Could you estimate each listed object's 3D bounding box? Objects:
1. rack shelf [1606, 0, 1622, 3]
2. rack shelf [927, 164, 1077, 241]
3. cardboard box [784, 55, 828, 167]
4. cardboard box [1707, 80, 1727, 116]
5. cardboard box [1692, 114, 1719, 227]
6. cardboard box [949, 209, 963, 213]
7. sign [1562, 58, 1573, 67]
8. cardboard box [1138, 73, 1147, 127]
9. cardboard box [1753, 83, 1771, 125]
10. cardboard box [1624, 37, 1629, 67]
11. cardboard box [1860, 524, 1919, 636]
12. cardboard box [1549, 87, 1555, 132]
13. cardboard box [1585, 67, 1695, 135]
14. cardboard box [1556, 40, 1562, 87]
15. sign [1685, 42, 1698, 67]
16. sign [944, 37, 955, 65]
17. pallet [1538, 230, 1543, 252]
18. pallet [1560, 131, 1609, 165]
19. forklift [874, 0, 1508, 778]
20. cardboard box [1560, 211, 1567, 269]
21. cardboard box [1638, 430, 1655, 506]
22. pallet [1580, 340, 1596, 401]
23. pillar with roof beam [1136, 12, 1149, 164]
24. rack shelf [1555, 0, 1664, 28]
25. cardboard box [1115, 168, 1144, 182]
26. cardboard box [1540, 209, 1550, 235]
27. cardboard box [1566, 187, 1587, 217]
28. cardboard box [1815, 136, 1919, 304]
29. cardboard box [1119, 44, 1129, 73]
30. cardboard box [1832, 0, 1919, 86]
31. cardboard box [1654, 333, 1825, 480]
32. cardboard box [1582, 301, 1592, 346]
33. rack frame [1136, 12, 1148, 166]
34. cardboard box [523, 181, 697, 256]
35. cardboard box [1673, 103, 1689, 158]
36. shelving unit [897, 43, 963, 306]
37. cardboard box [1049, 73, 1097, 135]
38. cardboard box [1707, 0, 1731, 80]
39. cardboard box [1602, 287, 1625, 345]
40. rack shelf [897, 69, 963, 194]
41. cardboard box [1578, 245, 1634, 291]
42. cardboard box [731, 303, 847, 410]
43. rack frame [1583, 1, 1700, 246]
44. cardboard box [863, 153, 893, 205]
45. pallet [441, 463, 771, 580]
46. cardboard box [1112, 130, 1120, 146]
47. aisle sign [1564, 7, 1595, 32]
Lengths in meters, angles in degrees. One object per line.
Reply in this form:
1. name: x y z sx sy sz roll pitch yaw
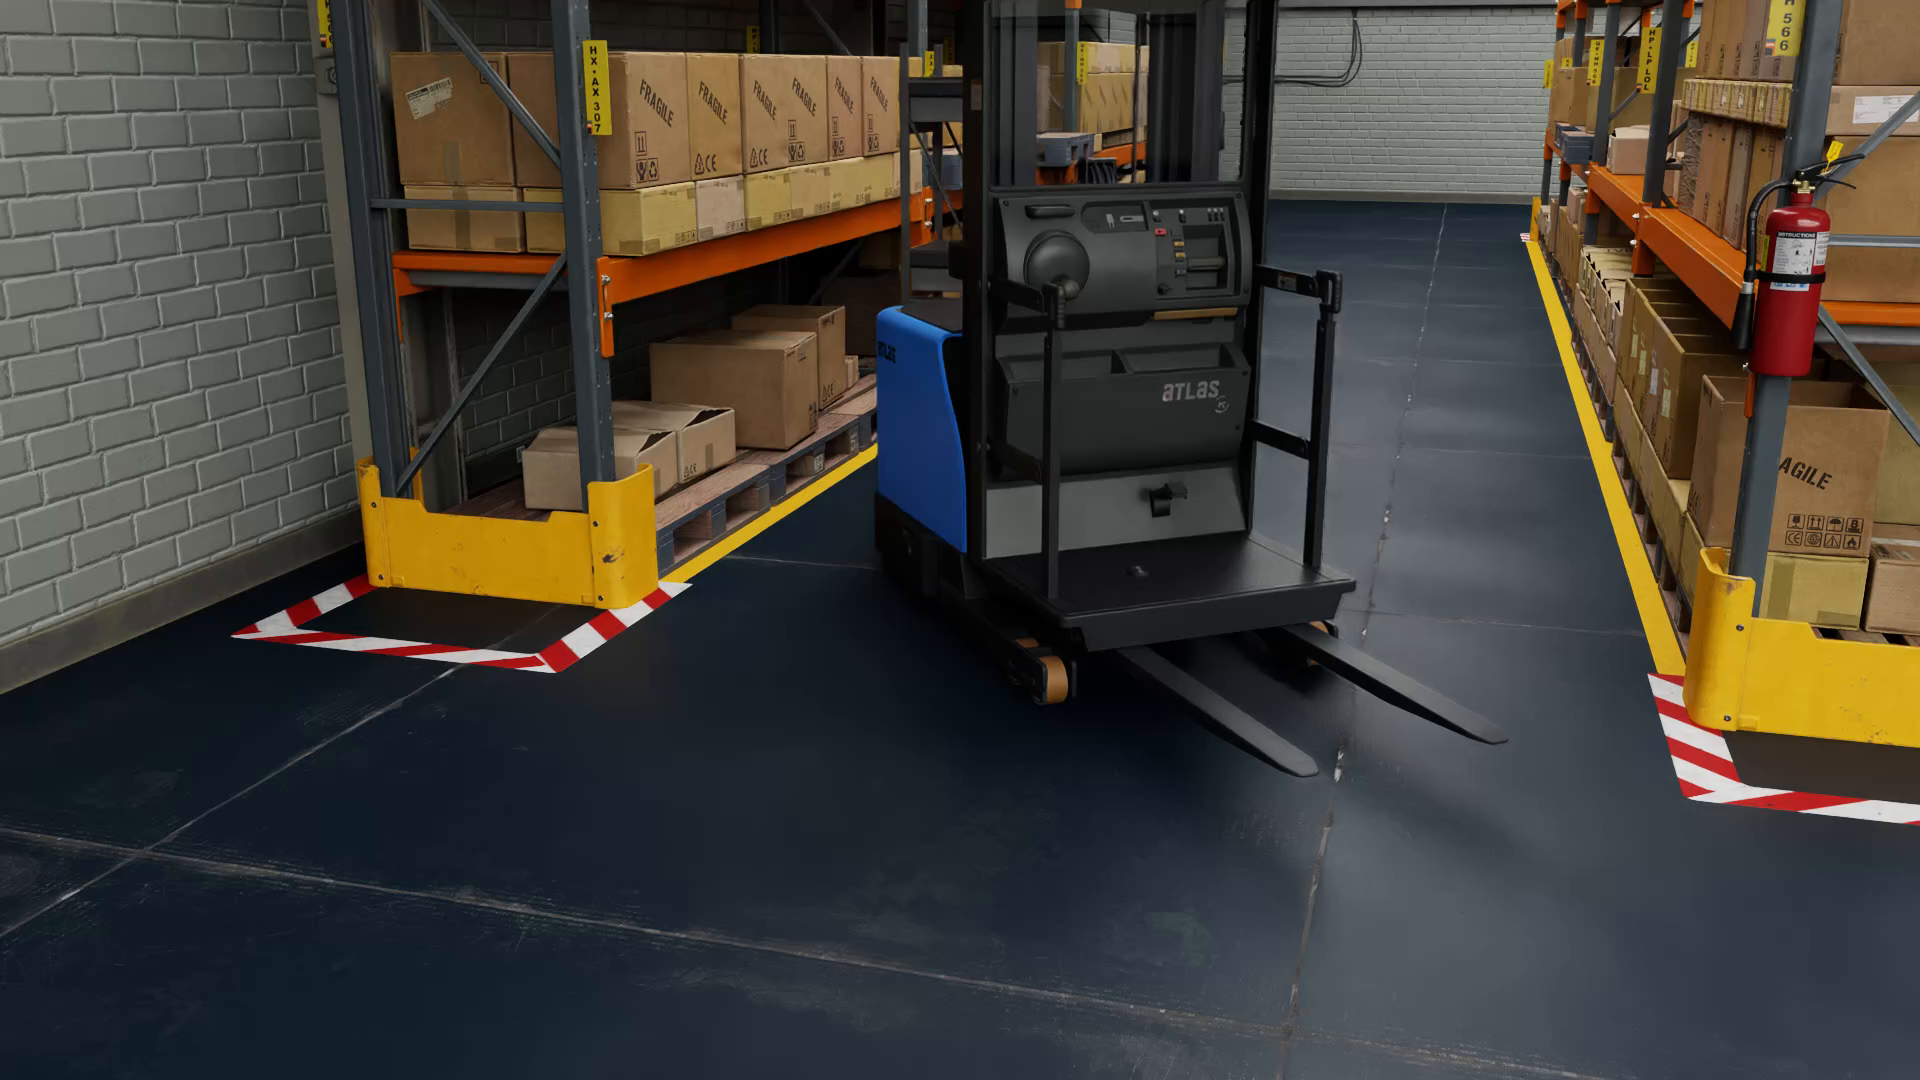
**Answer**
1. rack shelf: 4.635 -3.526 10.085 1.077 0.370 4.000 5 16 16
2. rack shelf: -0.116 -2.466 11.846 1.077 0.370 4.000 5 16 16
3. cardboard box: -0.959 -2.042 7.894 0.500 0.500 0.500 5 17 18
4. cardboard box: 3.515 -1.943 7.312 0.380 0.149 0.250 4 16 14
5. cardboard box: 3.803 -1.699 7.639 0.700 0.500 0.500 4 16 15
6. cardboard box: 0.076 -2.369 12.584 0.500 0.250 0.500 5 17 17
7. sign: 5.818 -4.455 15.954 0.100 0.325 0.005 5 16 16
8. cardboard box: 1.564 -4.308 16.257 0.500 0.500 0.500 5 17 16
9. cardboard box: 3.149 -1.604 6.116 0.380 0.149 0.250 5 17 18
10. cardboard box: 6.890 -4.764 16.614 0.500 0.500 0.500 4 16 14
11. cardboard box: 3.295 0.138 5.614 0.500 0.250 0.500 5 16 16
12. cardboard box: 6.956 -4.862 18.792 0.500 0.500 0.500 4 16 15
13. cardboard box: 5.274 -3.376 12.782 0.700 0.500 0.500 -1 16 -3
14. cardboard box: 6.810 -5.211 18.189 0.500 0.500 0.500 5 17 17
15. sign: 6.873 -4.514 15.624 0.100 0.325 0.005 5 16 16
16. sign: -0.080 -3.935 13.583 0.100 0.325 0.005 5 16 16
17. pallet: 7.229 -3.475 19.195 1.003 0.211 1.213 5 16 16
18. pallet: 5.329 -3.043 12.912 1.213 0.211 1.003 5 16 16
19. forklift: 0.651 -0.998 5.475 1.130 2.935 3.031 -6 17 -20
20. cardboard box: 5.828 -2.760 15.337 0.500 0.500 0.500 5 17 17
21. cardboard box: 3.214 -0.295 7.142 0.500 0.250 0.500 5 16 16
22. pallet: 4.583 -1.080 10.751 1.003 0.211 1.213 5 16 16
23. pillar with roof beam: 6.792 -8.754 21.703 9.100 9.000 0.400 5 16 16
24. rack shelf: 6.908 -5.619 17.464 1.077 0.370 4.000 5 16 16
25. cardboard box: 1.529 -3.370 16.883 0.750 0.750 0.750 5 17 17
26. cardboard box: 6.766 -3.552 18.589 0.500 0.250 0.500 5 16 16
27. cardboard box: 5.685 -2.999 14.808 0.500 0.250 0.500 5 16 16
28. cardboard box: 3.075 -1.029 5.276 0.700 0.500 0.500 5 16 16
29. cardboard box: 1.258 -4.402 15.212 0.500 0.250 0.500 4 16 15
30. cardboard box: 3.090 -1.667 5.147 0.700 0.500 0.500 5 16 16
31. cardboard box: 3.067 -0.525 6.580 0.500 0.500 0.500 5 16 16
32. cardboard box: 4.489 -1.449 11.211 0.500 0.250 0.500 4 16 14
33. rack frame: 2.726 -5.429 20.971 1.000 3.000 0.127 5 16 16
34. cardboard box: -1.378 -1.283 6.594 0.500 0.250 0.500 4 16 14
35. cardboard box: 4.450 -2.291 9.728 0.500 0.500 0.500 6 17 20
36. shelving unit: 0.013 -1.075 7.271 0.431 2.100 0.503 4 16 15
37. cardboard box: 0.836 -3.644 13.913 0.500 0.500 0.500 5 17 18
38. cardboard box: 3.804 -2.329 7.484 0.700 0.500 0.500 5 16 16
39. cardboard box: 4.049 -1.320 9.727 0.500 0.311 0.500 5 17 17
40. rack shelf: 0.013 -1.735 7.084 0.431 0.518 0.480 4 16 15
41. cardboard box: 4.773 -1.987 12.080 0.500 0.311 0.500 5 17 18
42. cardboard box: -0.941 -1.023 9.215 0.500 0.500 0.500 3 16 12
43. rack frame: 5.203 -2.952 12.241 1.000 3.000 0.127 5 16 16
44. cardboard box: -0.677 -1.949 8.943 0.500 0.250 0.500 5 17 16
45. pallet: -1.534 -0.131 7.403 1.003 0.211 1.213 5 16 16
46. cardboard box: 1.275 -3.763 15.522 0.380 0.149 0.250 5 17 18
47. aisle sign: 7.215 -6.337 19.409 0.394 0.787 0.004 5 16 16
